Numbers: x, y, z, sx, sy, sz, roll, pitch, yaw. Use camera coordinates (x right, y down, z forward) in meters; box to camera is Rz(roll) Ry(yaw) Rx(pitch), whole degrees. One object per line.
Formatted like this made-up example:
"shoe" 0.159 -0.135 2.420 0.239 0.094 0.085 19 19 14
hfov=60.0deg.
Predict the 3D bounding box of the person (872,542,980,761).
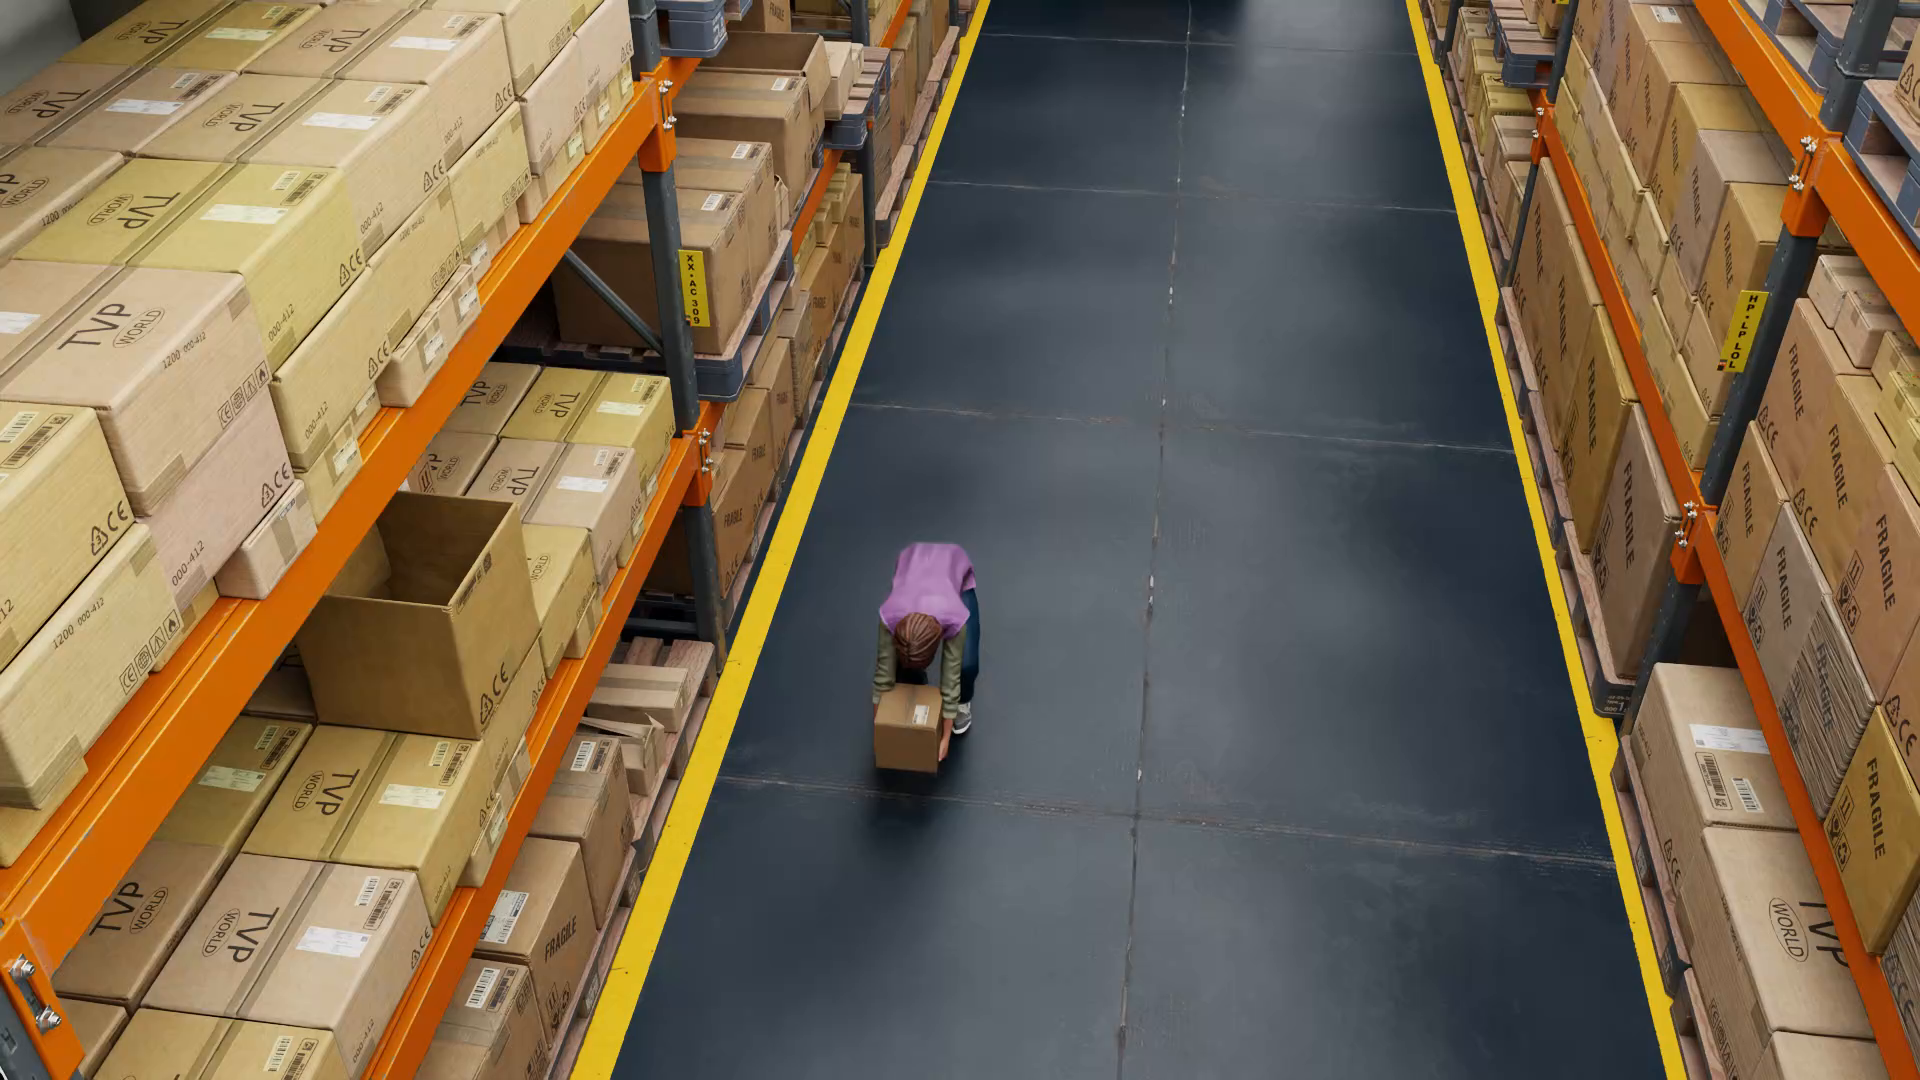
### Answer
"person" -0.134 0.486 6.963 0.431 0.916 0.862 4 37 6
